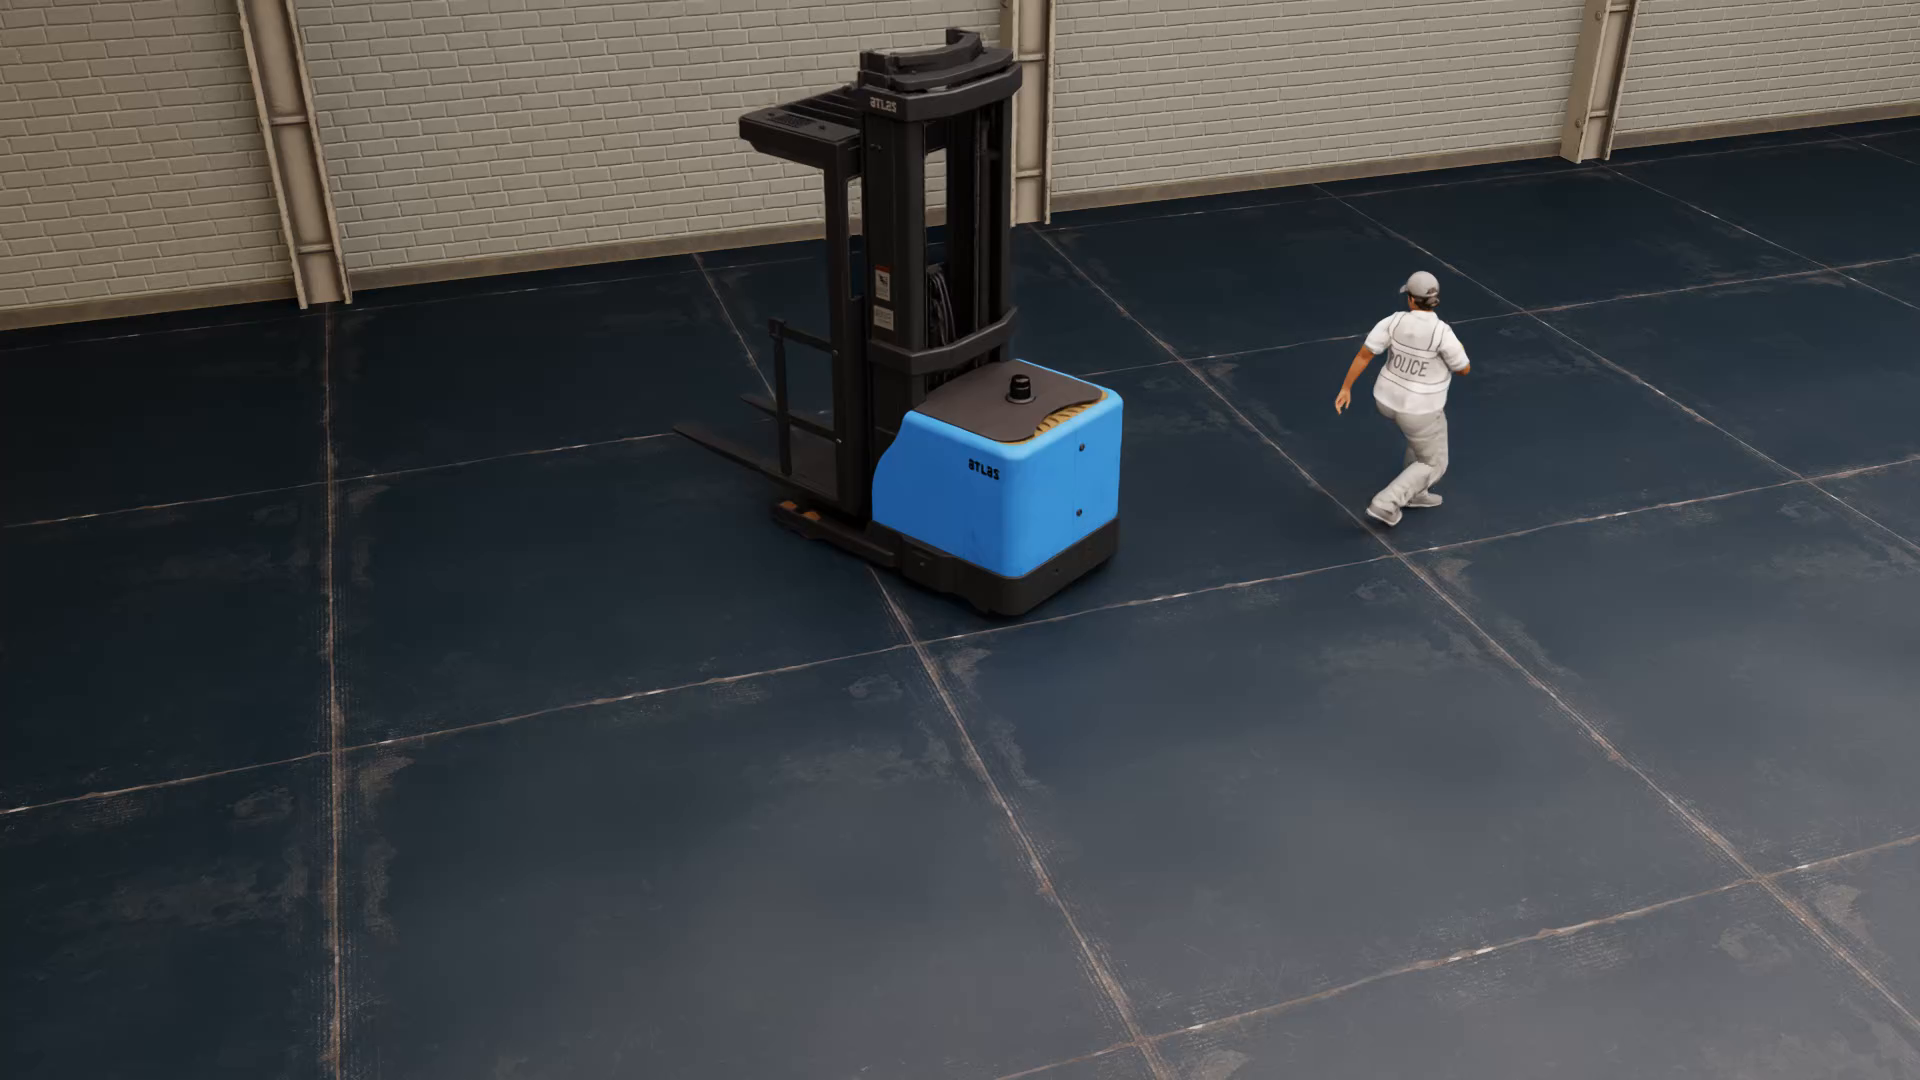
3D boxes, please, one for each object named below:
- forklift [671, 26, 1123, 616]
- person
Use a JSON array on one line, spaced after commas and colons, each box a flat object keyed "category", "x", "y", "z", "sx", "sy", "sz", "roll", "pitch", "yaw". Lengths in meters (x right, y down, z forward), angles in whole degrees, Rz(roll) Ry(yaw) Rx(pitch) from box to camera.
[{"category": "forklift", "x": -0.521, "y": -1.457, "z": 9.619, "sx": 3.031, "sy": 2.935, "sz": 1.130, "roll": 23, "pitch": 37, "yaw": 34}, {"category": "person", "x": 2.693, "y": -0.839, "z": 9.923, "sx": 0.776, "sy": 1.588, "sz": 0.533, "roll": -16, "pitch": 33, "yaw": -25}]
